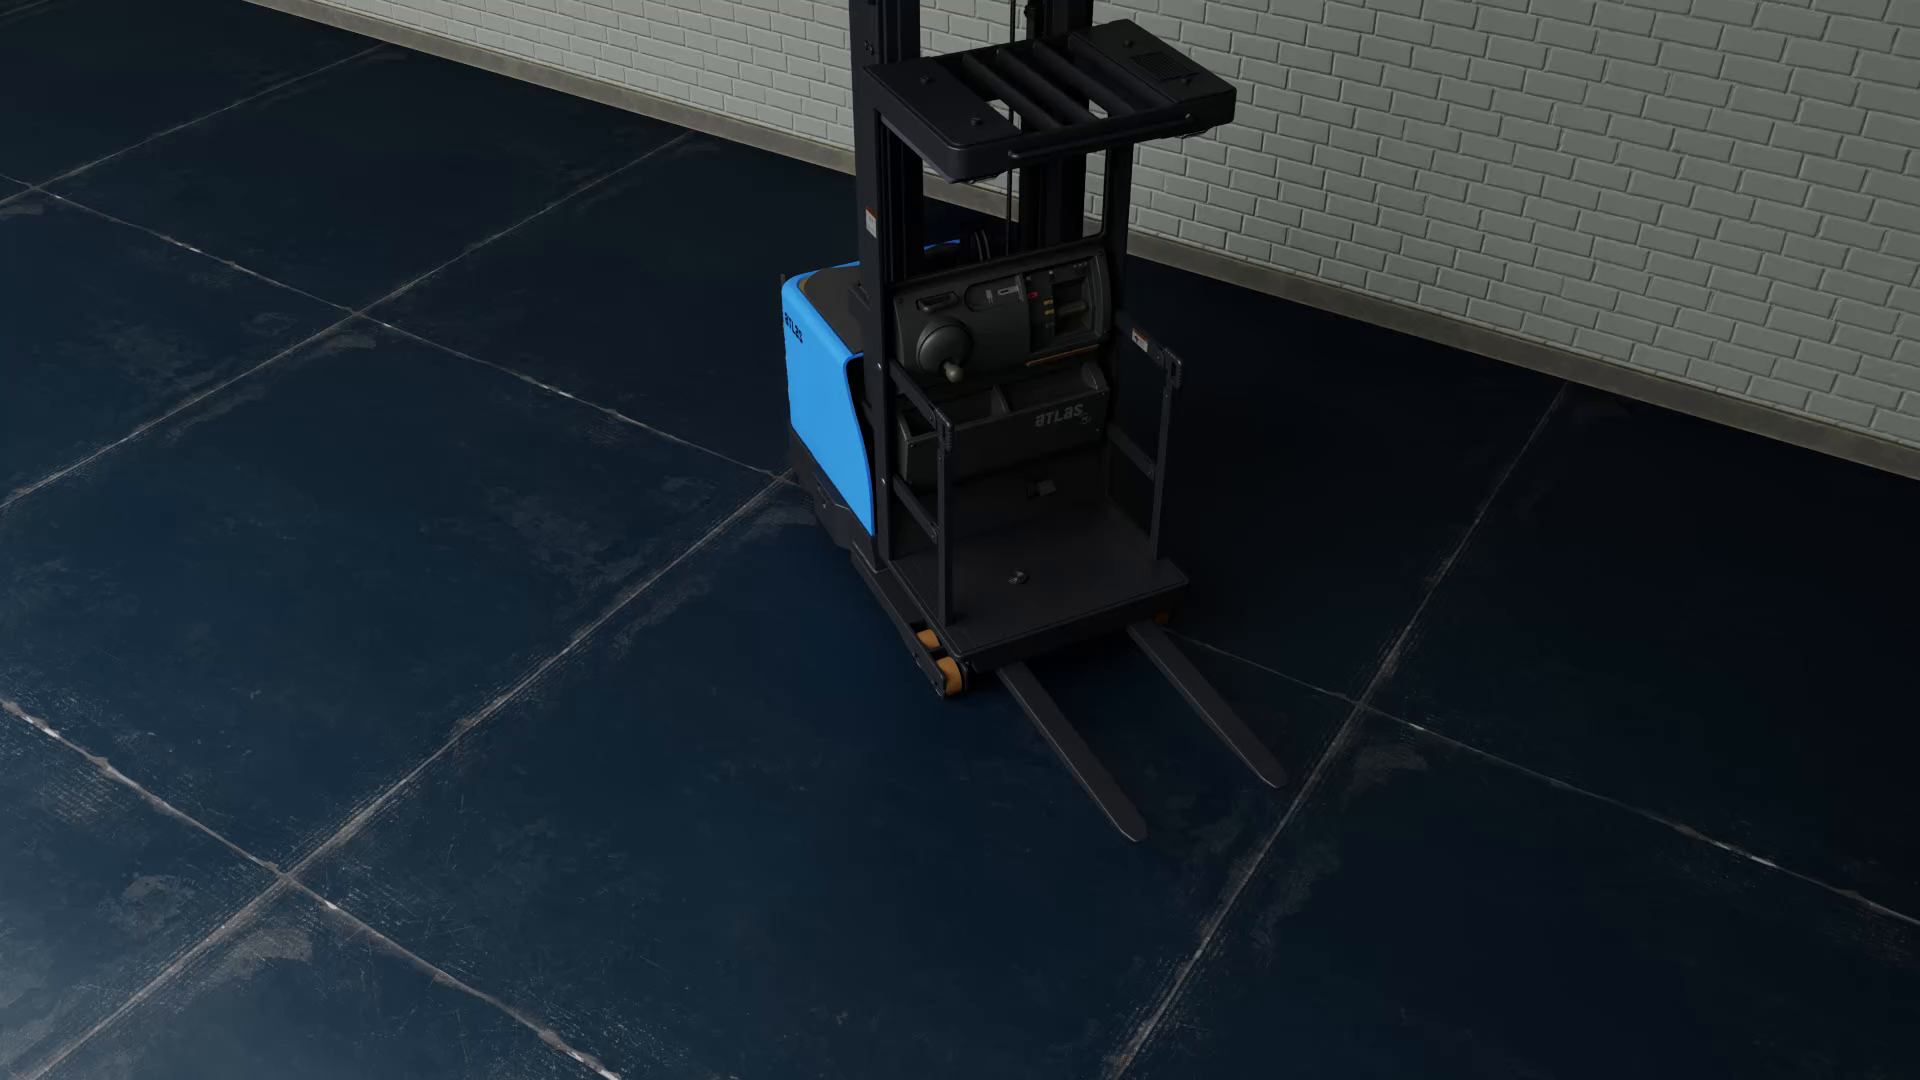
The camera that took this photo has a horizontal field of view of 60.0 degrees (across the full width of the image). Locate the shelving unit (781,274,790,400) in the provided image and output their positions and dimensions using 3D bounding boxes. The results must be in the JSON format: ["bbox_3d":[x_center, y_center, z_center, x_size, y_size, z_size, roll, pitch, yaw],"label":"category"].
[{"bbox_3d":[-0.715,-0.860,8.129,0.258,0.900,0.210,-7,38,-9],"label":"shelving unit"}]

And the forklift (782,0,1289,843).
[{"bbox_3d":[0.271,-0.819,6.411,1.130,2.935,3.031,-16,41,-20],"label":"forklift"}]

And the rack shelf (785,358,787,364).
[{"bbox_3d":[-0.715,-0.834,8.149,0.258,0.077,0.200,-7,38,-9],"label":"rack shelf"}]

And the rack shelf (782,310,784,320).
[{"bbox_3d":[-0.715,-1.048,7.984,0.258,0.077,0.200,-7,38,-9],"label":"rack shelf"}]

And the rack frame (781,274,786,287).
[{"bbox_3d":[-0.736,-0.921,8.208,0.240,0.900,0.006,-7,38,-9],"label":"rack frame"}]

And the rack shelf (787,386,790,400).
[{"bbox_3d":[-0.715,-0.691,8.259,0.258,0.077,0.200,-7,38,-9],"label":"rack shelf"}]

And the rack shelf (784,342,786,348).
[{"bbox_3d":[-0.715,-0.905,8.094,0.258,0.077,0.200,-7,38,-9],"label":"rack shelf"}]

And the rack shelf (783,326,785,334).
[{"bbox_3d":[-0.715,-0.976,8.039,0.258,0.077,0.200,-7,38,-9],"label":"rack shelf"}]
